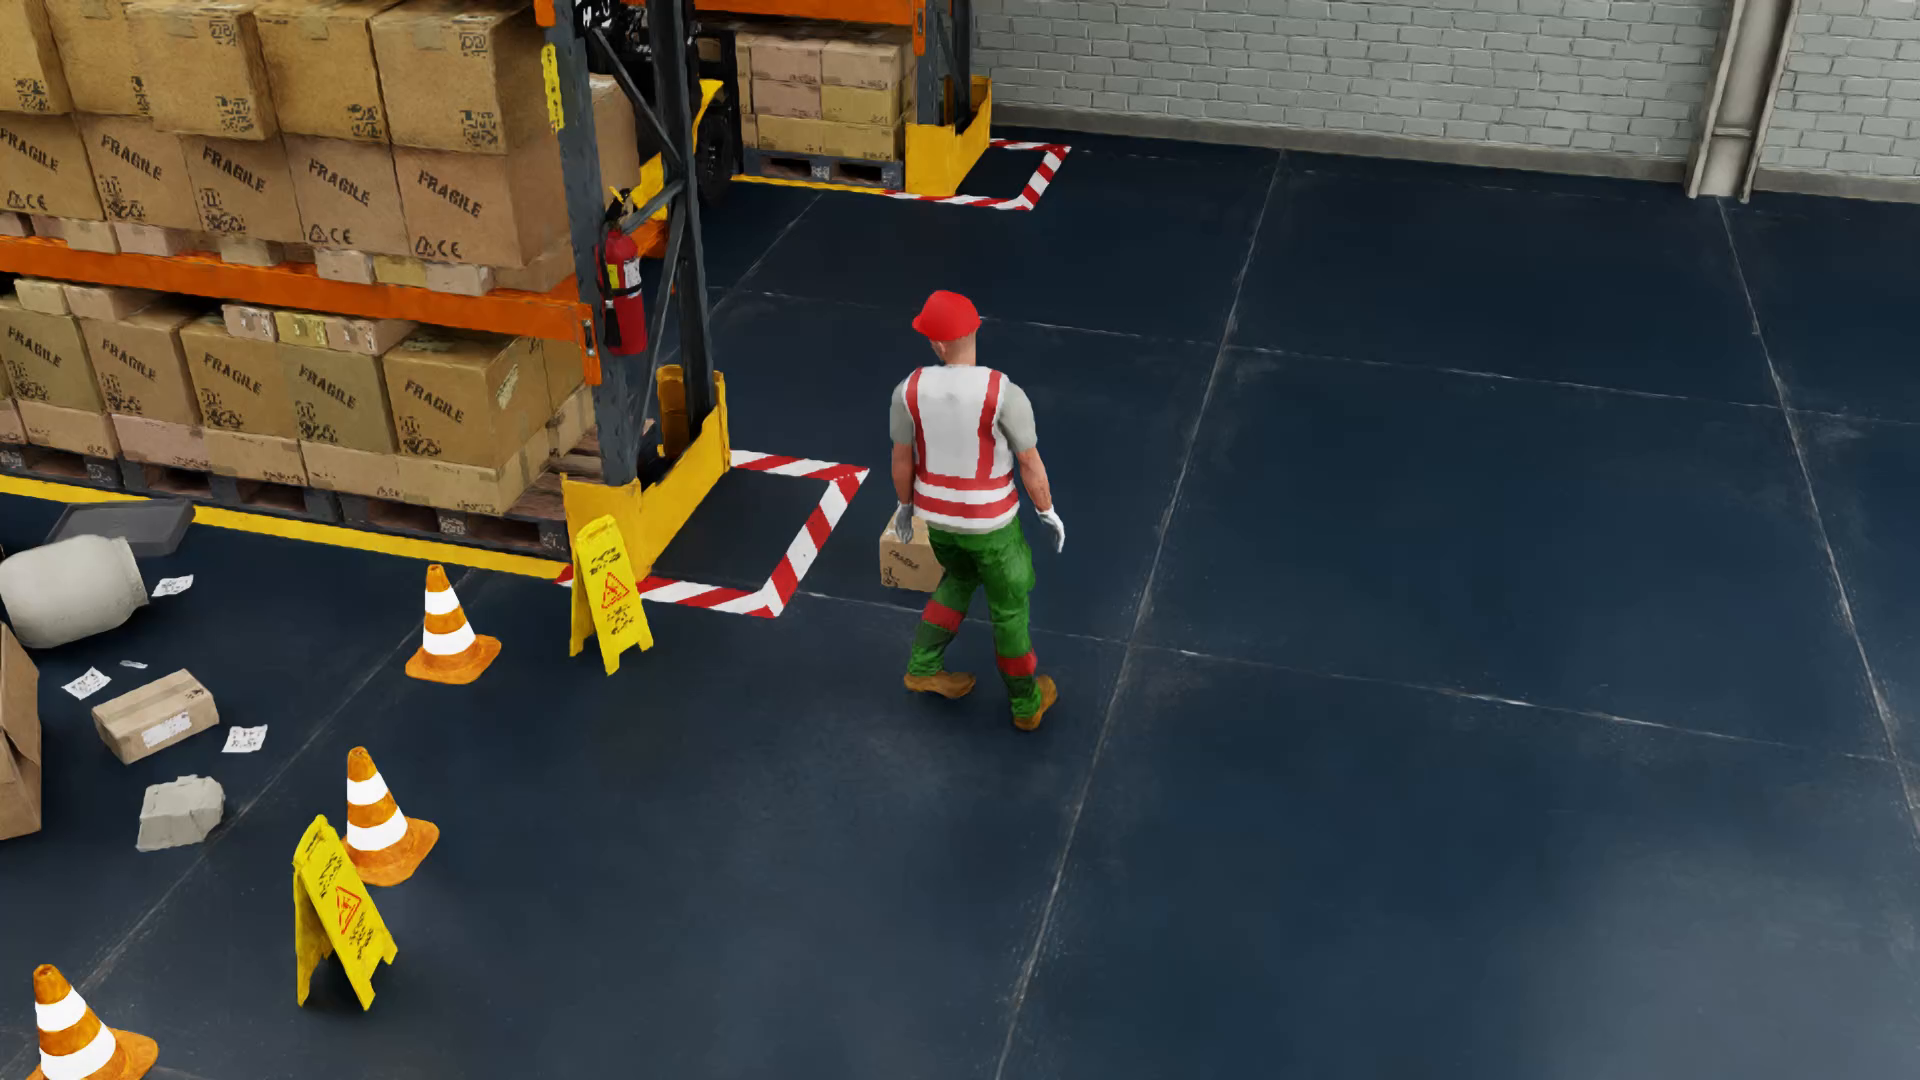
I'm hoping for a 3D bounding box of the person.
[{"bbox_3d":[0.071,-0.104,6.287,0.645,1.762,0.401,16,36,23],"label":"person"}]
